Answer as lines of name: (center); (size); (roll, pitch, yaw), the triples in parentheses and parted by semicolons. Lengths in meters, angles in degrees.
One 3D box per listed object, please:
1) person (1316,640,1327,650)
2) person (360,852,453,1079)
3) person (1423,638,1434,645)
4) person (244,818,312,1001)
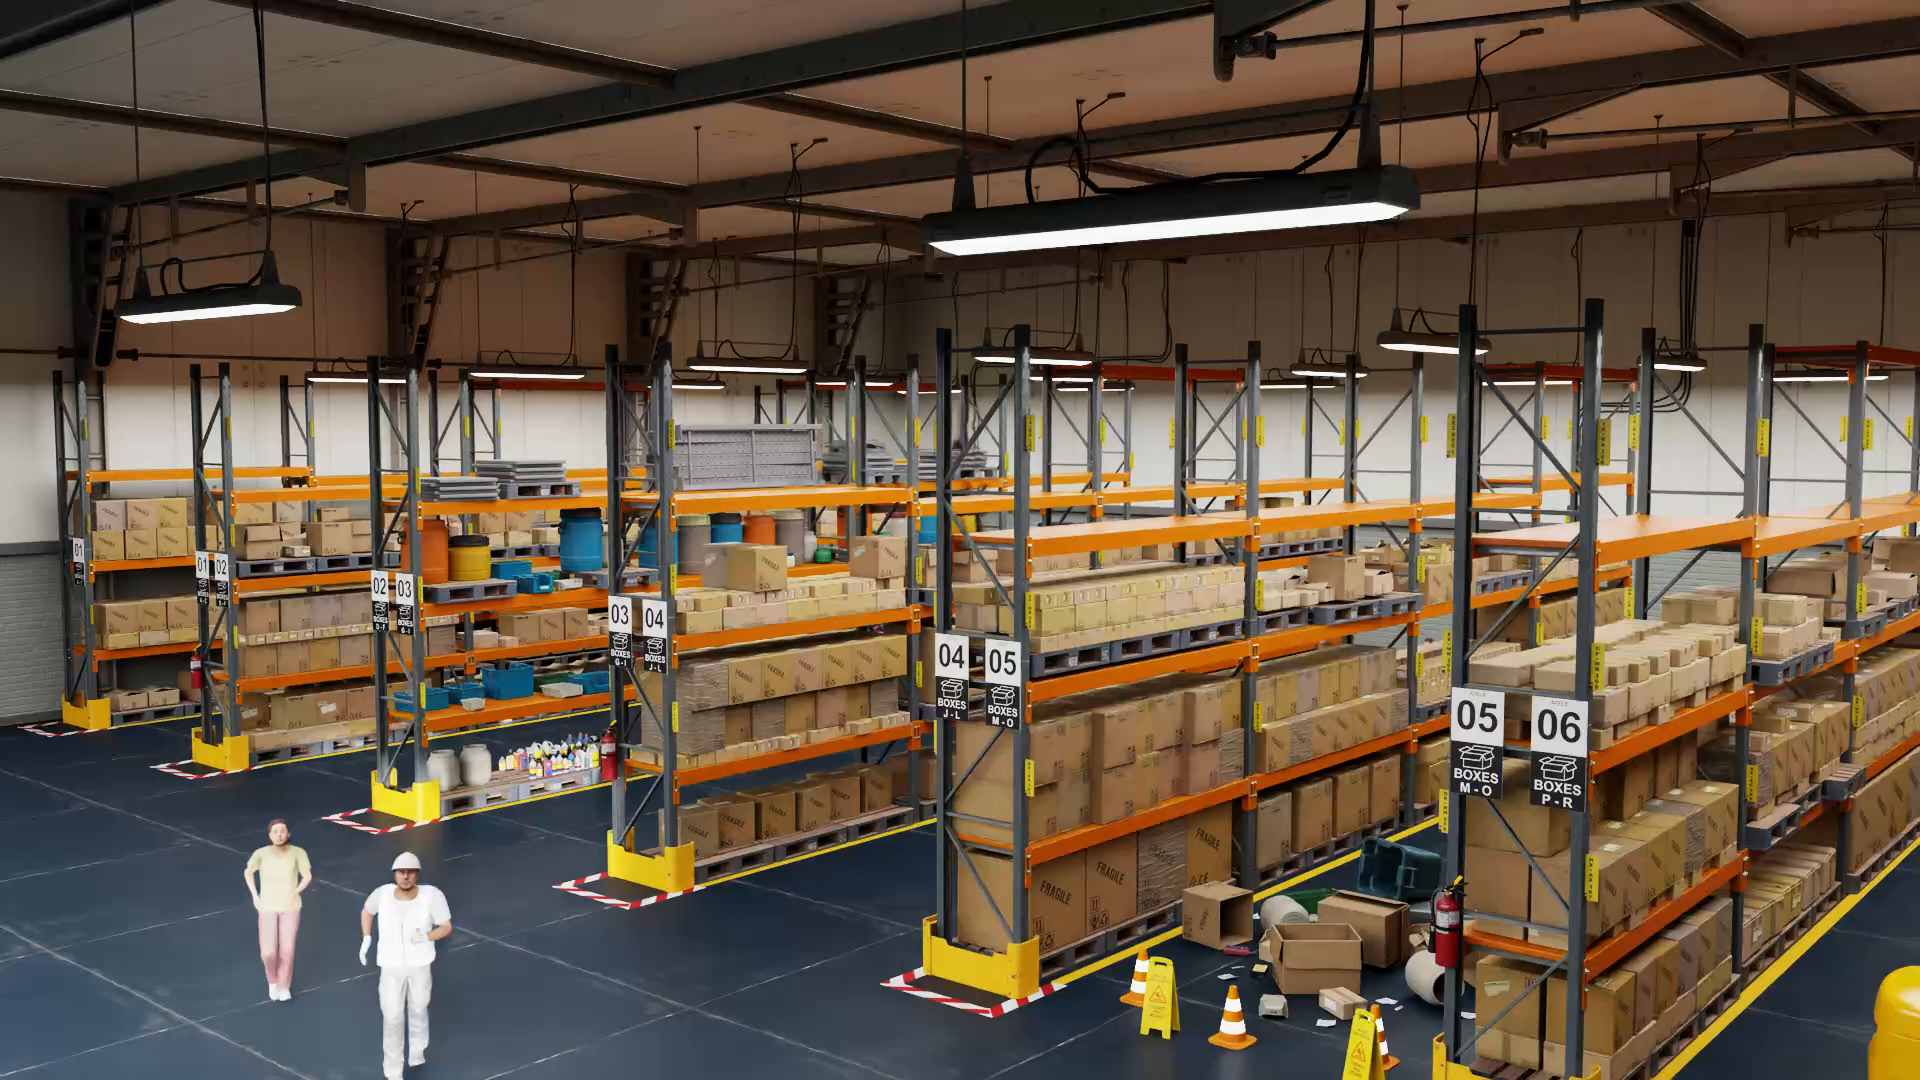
person: (5.829, 2.415, 26.829); (0.548, 1.662, 0.681); (4, 5, 41)
person: (-4.307, 3.331, 12.951); (0.690, 1.836, 0.790); (-1, 4, -18)
person: (7.503, 2.393, 26.692); (0.585, 1.654, 0.936); (4, 6, 43)
person: (-6.026, 3.281, 14.712); (0.561, 1.643, 0.494); (-2, 4, -20)
